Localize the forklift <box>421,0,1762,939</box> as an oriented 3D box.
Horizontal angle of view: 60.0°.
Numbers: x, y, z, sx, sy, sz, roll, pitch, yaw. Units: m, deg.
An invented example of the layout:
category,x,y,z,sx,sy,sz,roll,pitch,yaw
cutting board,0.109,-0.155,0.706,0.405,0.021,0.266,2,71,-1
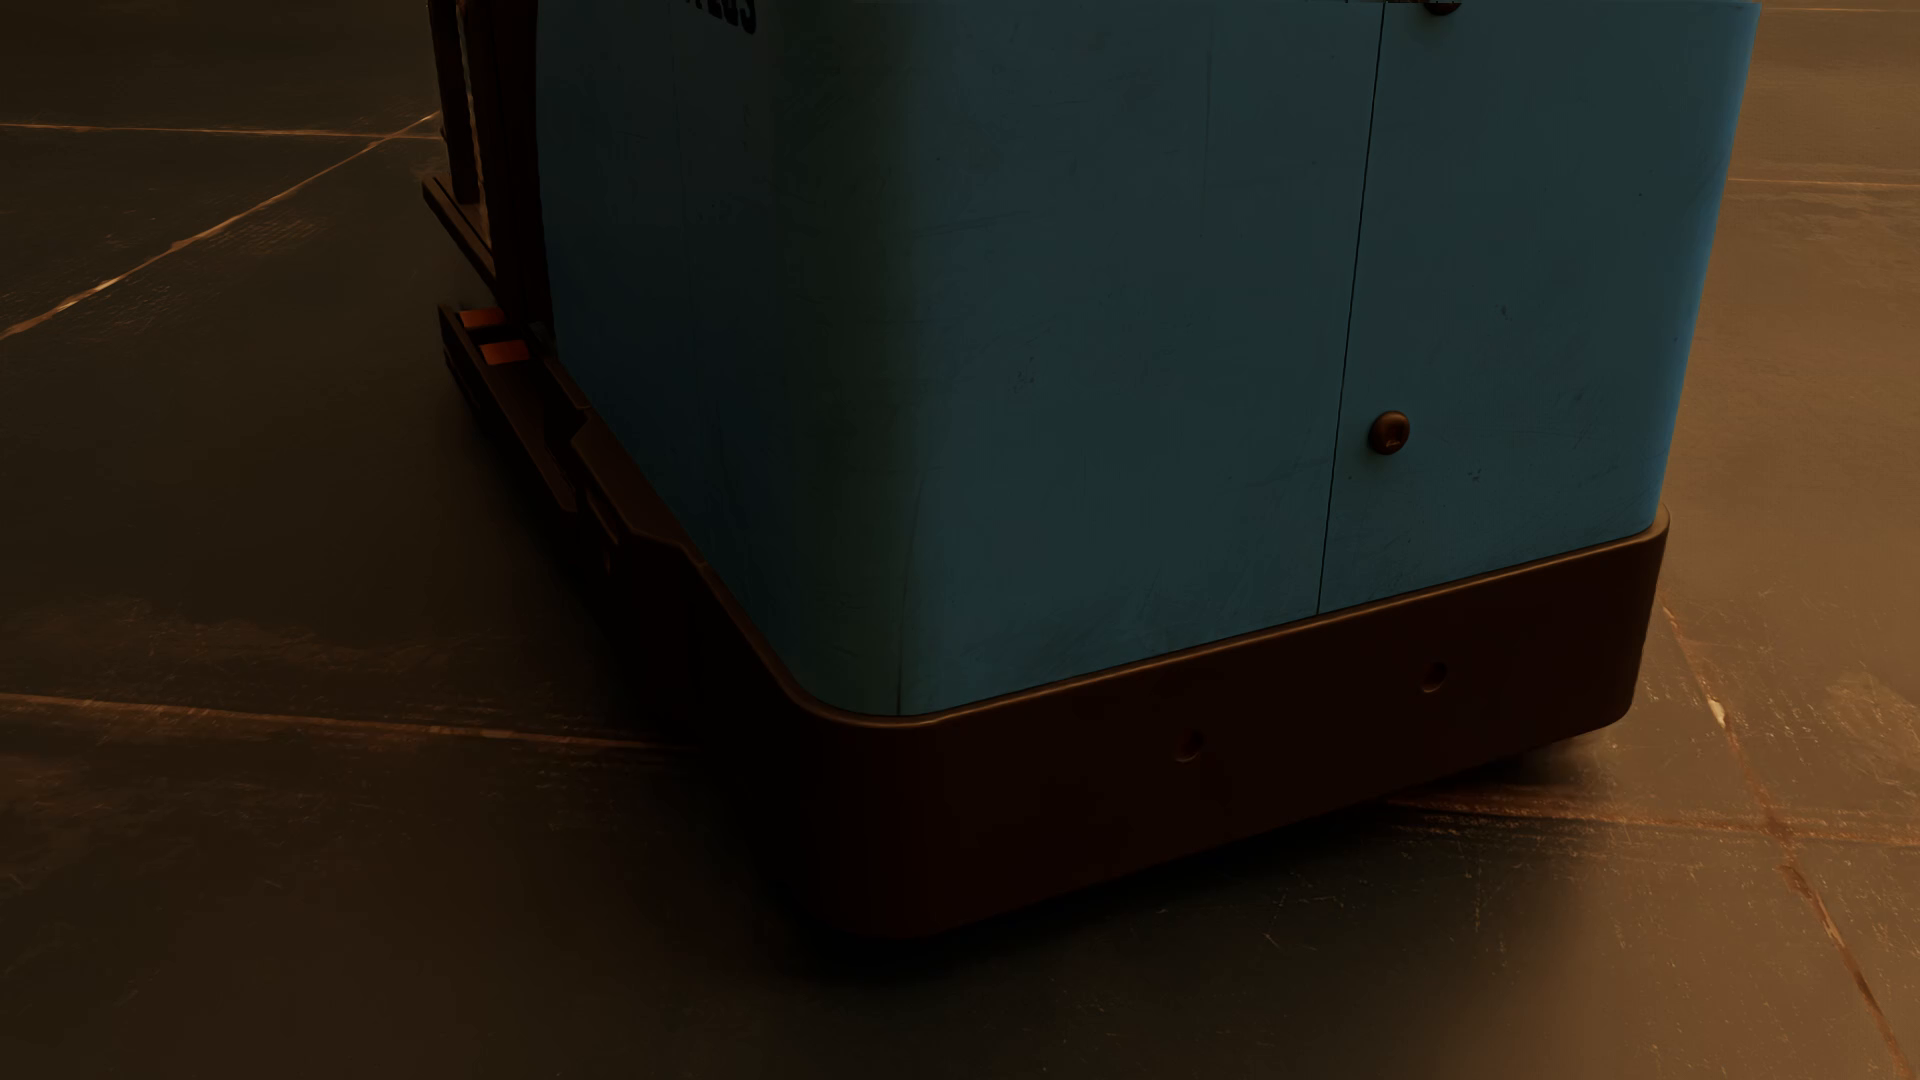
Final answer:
category,x,y,z,sx,sy,sz,roll,pitch,yaw
forklift,-0.288,-1.563,2.350,1.130,2.935,3.031,-12,29,-23
